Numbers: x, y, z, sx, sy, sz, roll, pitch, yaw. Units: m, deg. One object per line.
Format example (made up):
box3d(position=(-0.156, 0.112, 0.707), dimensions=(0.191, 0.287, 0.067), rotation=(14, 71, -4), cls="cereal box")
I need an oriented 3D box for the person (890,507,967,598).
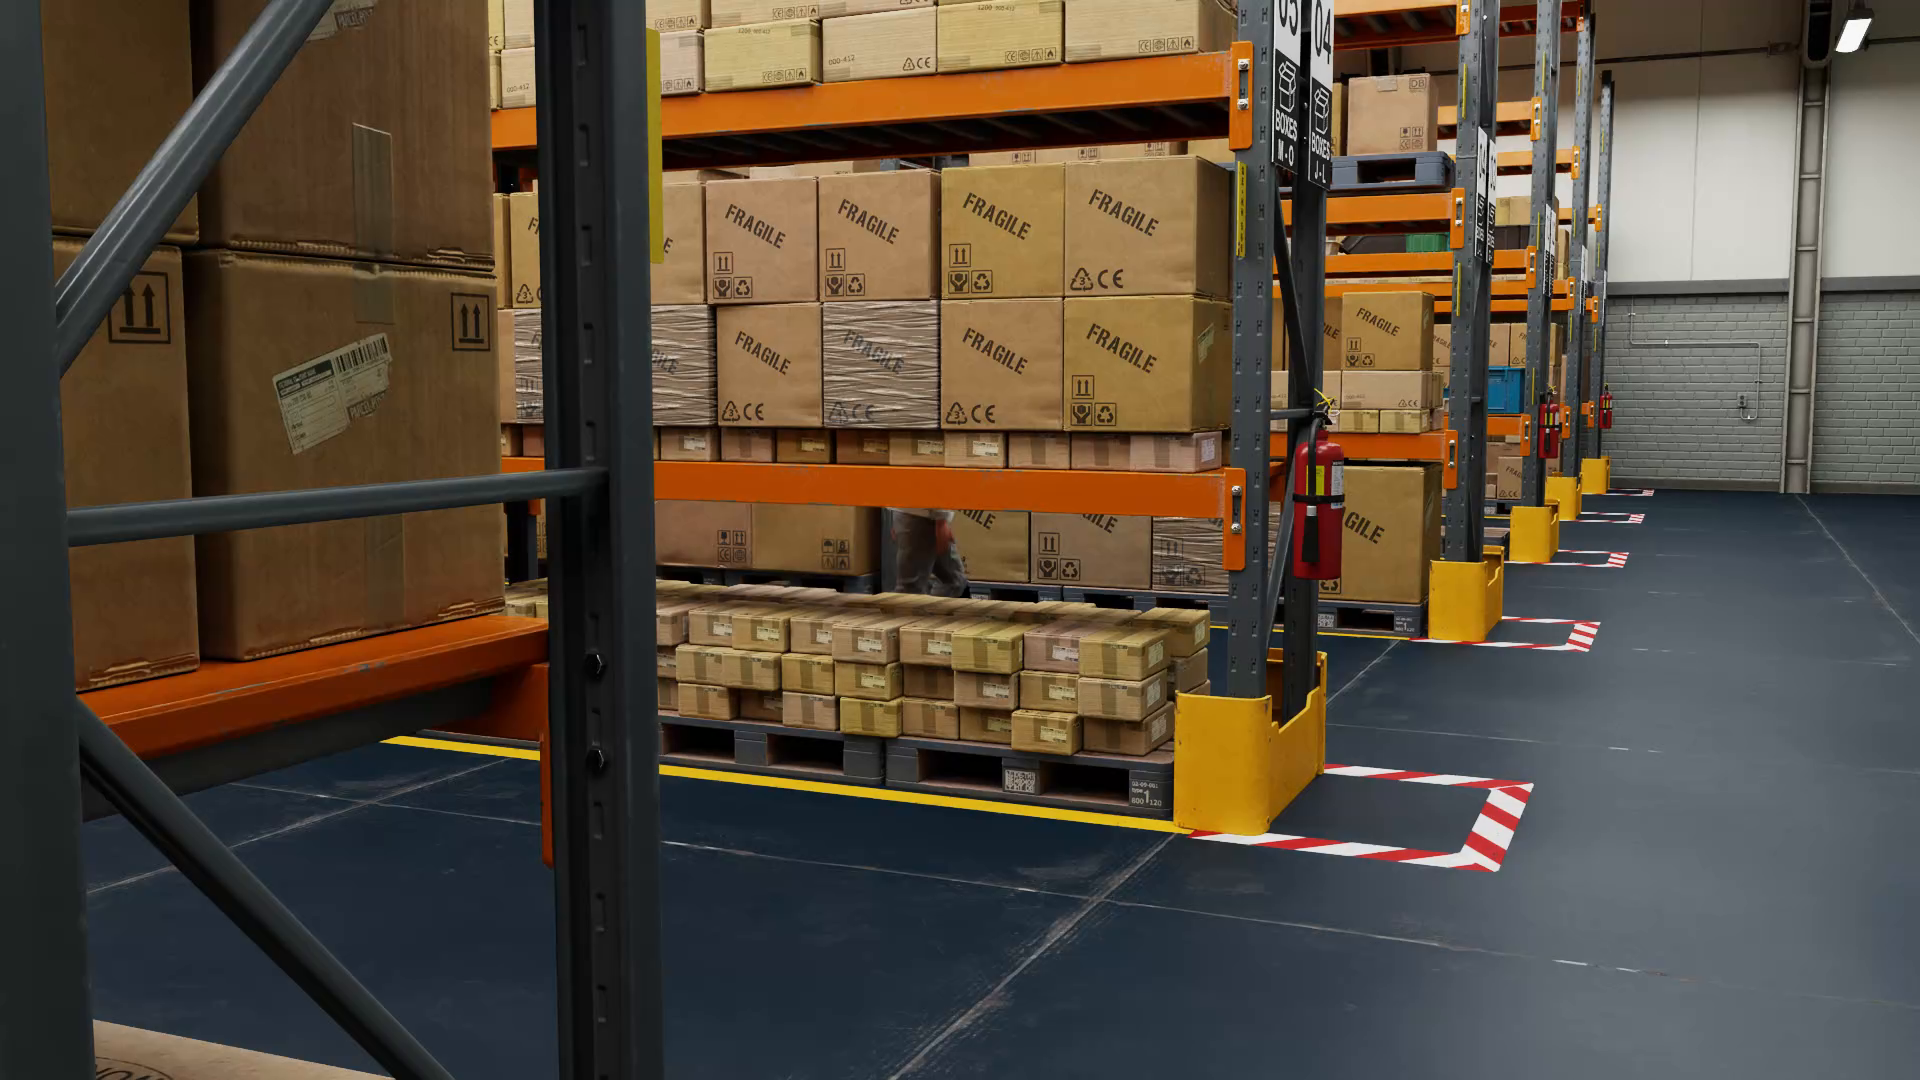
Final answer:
box3d(position=(-0.218, -0.112, 9.046), dimensions=(0.556, 1.787, 0.563), rotation=(-1, 6, -8), cls="person")
